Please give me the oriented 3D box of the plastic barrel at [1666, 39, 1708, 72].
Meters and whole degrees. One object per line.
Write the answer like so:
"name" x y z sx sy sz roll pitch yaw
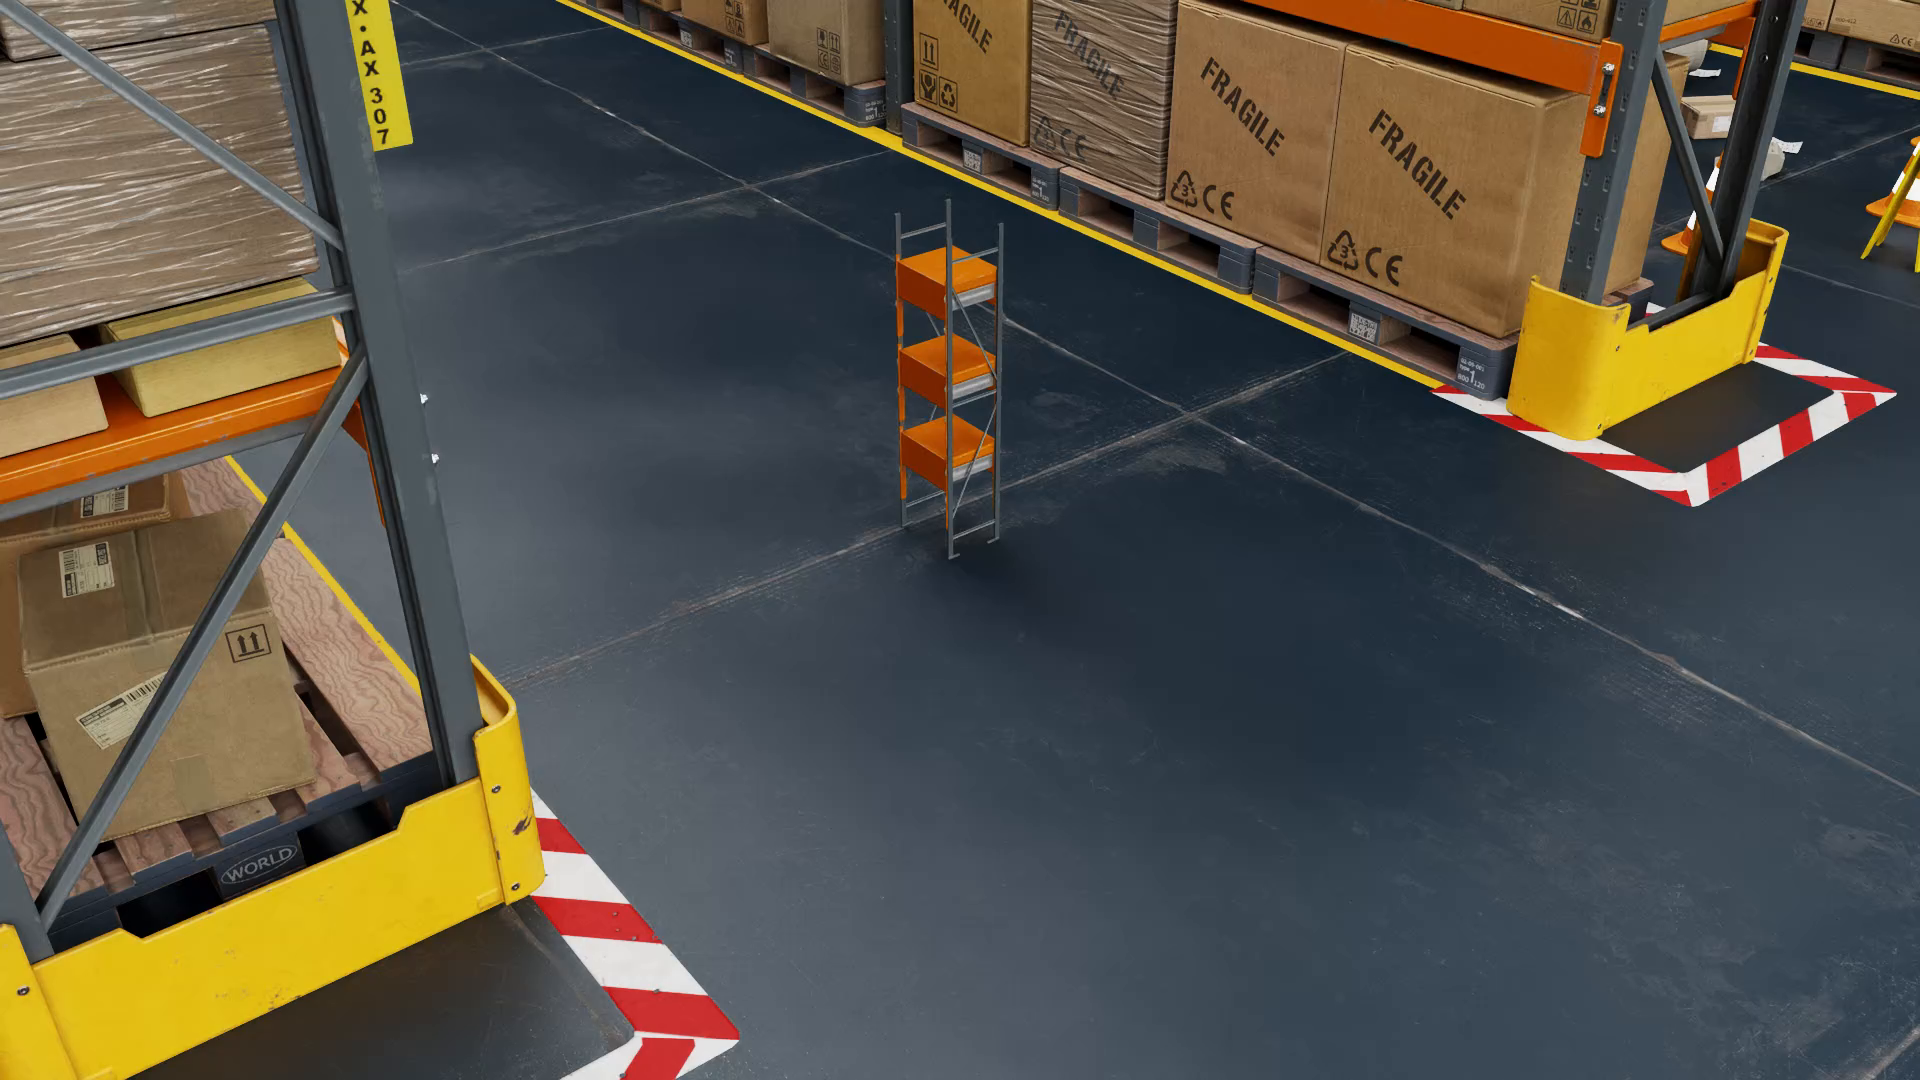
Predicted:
"plastic barrel" 3.885 -2.797 9.352 0.512 0.421 0.421 1 32 2

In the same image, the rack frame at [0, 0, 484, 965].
"rack frame" -1.481 -0.314 2.912 1.000 3.000 0.127 -22 38 -31

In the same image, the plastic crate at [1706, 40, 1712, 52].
"plastic crate" 4.209 -3.027 10.049 0.583 0.080 0.402 18 36 27

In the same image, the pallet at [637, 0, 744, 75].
"pallet" -1.239 -3.165 10.146 1.003 0.211 1.213 -22 38 -31

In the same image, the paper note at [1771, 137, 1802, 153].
"paper note" 4.195 -2.009 8.456 0.142 0.019 0.148 18 36 27

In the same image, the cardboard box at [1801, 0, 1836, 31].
"cardboard box" 5.002 -3.215 9.792 0.500 0.250 0.500 -24 39 -33

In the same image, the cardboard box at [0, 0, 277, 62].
"cardboard box" -1.603 -1.225 3.055 0.500 0.500 0.500 -22 38 -31

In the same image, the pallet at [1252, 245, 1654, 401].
"pallet" 1.947 -1.000 6.660 1.003 0.211 1.213 -22 38 -31

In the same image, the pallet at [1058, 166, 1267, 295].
"pallet" 1.203 -1.508 7.478 1.003 0.211 1.213 -22 38 -31

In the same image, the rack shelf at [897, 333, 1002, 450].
"rack shelf" -0.033 -0.459 5.014 0.215 0.259 0.240 -22 38 -31

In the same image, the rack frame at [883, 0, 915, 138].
"rack frame" 0.046 -3.544 8.113 1.000 3.000 0.127 -22 38 -31

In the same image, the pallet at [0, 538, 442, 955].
"pallet" -1.998 0.489 4.263 1.003 0.211 1.213 -22 38 -31

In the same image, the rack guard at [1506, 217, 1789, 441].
"rack guard" 2.514 -0.805 6.072 1.175 0.500 0.348 -22 38 -31

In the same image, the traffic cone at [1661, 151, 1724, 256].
"traffic cone" 3.295 -1.480 7.194 0.336 0.463 0.334 -22 38 -31

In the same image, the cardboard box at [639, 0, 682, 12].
"cardboard box" -1.566 -3.787 10.239 1.050 0.750 0.750 -22 38 -31

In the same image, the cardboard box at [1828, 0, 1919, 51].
"cardboard box" 5.328 -2.999 9.443 0.500 0.250 0.500 -22 38 -31

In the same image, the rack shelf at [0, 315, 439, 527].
"rack shelf" -2.707 -0.842 4.444 1.077 0.370 4.000 -22 38 -31

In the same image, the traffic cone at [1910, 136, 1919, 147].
"traffic cone" 5.064 -2.204 8.361 0.336 0.463 0.334 -22 38 -31

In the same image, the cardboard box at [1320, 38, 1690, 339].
"cardboard box" 2.031 -1.414 6.299 0.875 0.875 0.875 -22 38 -31

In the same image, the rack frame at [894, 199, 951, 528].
"rack frame" -0.108 -0.519 5.091 0.200 1.050 0.008 -22 38 -31

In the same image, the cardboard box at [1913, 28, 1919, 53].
"cardboard box" 5.624 -2.790 9.108 0.500 0.250 0.500 -22 38 -32

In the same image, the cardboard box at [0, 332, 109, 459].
"cardboard box" -1.819 -0.259 3.062 0.380 0.149 0.250 -22 38 -31

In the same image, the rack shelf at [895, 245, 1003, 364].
"rack shelf" -0.033 -0.700 4.865 0.215 0.259 0.240 -22 38 -31

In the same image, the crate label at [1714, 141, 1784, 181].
"crate label" 3.865 -1.873 8.135 0.298 0.136 0.250 12 34 19

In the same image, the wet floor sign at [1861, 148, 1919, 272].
"wet floor sign" 4.081 -1.505 7.062 0.232 0.644 0.267 26 40 35

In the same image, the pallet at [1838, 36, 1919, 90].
"pallet" 5.830 -2.717 9.425 1.003 0.211 1.213 -22 38 -31

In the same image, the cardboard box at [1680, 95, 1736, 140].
"cardboard box" 3.948 -2.202 8.654 0.380 0.149 0.250 -4 32 -7

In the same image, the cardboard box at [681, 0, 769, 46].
"cardboard box" -0.994 -3.399 9.614 1.050 0.750 0.750 -22 38 -31

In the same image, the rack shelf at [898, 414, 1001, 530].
"rack shelf" -0.033 -0.223 5.161 0.215 0.259 0.240 -22 38 -31

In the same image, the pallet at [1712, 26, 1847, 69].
"pallet" 5.086 -3.225 10.243 1.003 0.211 1.213 -22 38 -31

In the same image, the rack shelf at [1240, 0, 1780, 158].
"rack shelf" 1.273 -2.405 6.960 1.077 0.370 4.000 -22 38 -31

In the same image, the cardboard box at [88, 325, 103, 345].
"cardboard box" -1.606 -0.514 3.472 0.380 0.149 0.250 -22 38 -31

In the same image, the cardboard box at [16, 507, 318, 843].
"cardboard box" -1.851 0.304 3.889 0.500 0.500 0.500 -15 35 -23

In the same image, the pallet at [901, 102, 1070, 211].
"pallet" 0.451 -2.017 8.297 1.003 0.211 1.213 -22 38 -31

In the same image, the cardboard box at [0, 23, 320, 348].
"cardboard box" -1.797 -0.721 3.191 0.875 0.500 0.500 -22 38 -31

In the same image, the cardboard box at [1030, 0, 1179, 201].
"cardboard box" 0.932 -2.160 7.501 0.875 0.875 0.875 -22 38 -31

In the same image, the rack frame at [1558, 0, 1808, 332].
"rack frame" 2.499 -1.877 5.428 1.000 3.000 0.127 -22 38 -31

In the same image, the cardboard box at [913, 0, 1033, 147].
"cardboard box" 0.377 -2.535 8.104 0.875 0.875 0.875 -22 38 -31

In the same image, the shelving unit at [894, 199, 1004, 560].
"shelving unit" -0.033 -0.468 5.009 0.215 1.050 0.252 -22 38 -31

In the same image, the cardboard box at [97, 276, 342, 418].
"cardboard box" -1.467 -0.403 3.294 0.380 0.149 0.250 -22 38 -31

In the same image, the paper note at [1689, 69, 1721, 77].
"paper note" 4.279 -2.688 9.549 0.148 0.019 0.142 18 36 27

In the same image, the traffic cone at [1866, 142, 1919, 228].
"traffic cone" 4.396 -1.704 7.554 0.336 0.463 0.334 -22 38 -31

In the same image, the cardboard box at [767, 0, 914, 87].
"cardboard box" -0.406 -2.996 8.965 1.050 0.750 0.750 -22 38 -32

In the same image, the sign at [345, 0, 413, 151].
"sign" -1.052 -0.857 2.967 0.100 0.325 0.005 -22 38 -31

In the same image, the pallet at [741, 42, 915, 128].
"pallet" -0.487 -2.656 9.327 1.003 0.211 1.213 -22 38 -31

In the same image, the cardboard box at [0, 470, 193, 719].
"cardboard box" -2.244 0.066 4.272 0.500 0.500 0.500 -12 34 -19

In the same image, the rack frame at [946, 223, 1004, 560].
"rack frame" 0.042 -0.417 4.927 0.200 1.050 0.008 -22 38 -31

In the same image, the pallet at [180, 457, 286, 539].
"pallet" -2.742 -0.019 5.081 1.003 0.211 1.213 -22 38 -31

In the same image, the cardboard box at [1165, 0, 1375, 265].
"cardboard box" 1.490 -1.780 6.888 0.875 0.875 0.875 -23 39 -32

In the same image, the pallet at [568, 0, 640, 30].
"pallet" -1.983 -3.673 10.964 1.003 0.211 1.213 -22 38 -31

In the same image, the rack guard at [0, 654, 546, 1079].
"rack guard" -1.528 0.716 3.623 1.175 0.500 0.348 -22 38 -31

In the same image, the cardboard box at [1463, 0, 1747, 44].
"cardboard box" 2.236 -2.080 5.614 0.875 0.550 0.550 -22 38 -31

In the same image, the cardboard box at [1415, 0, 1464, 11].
"cardboard box" 1.881 -2.302 5.972 0.875 0.550 0.550 -22 38 -31
